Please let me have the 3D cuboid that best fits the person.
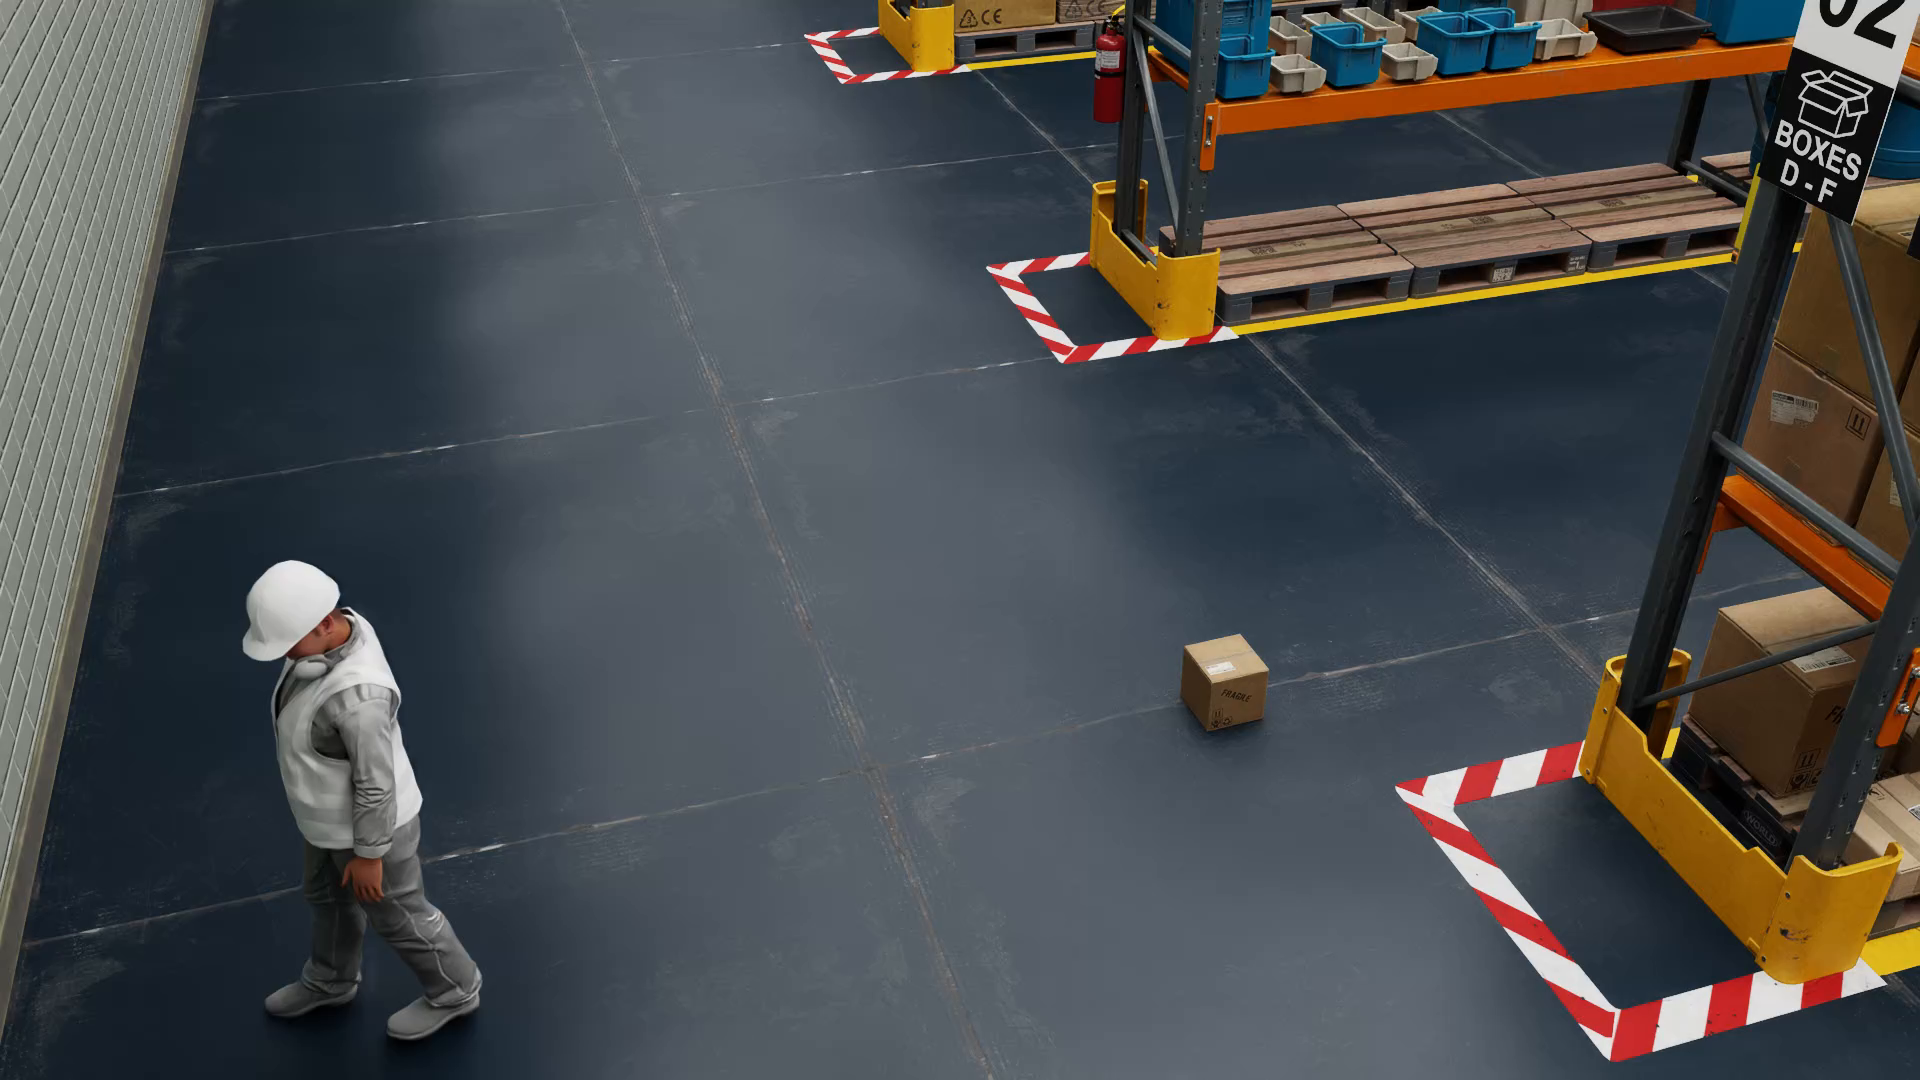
[{"bbox_3d":[-1.860,0.821,4.869,0.642,1.771,0.571,-17,37,-24],"label":"person"}]
